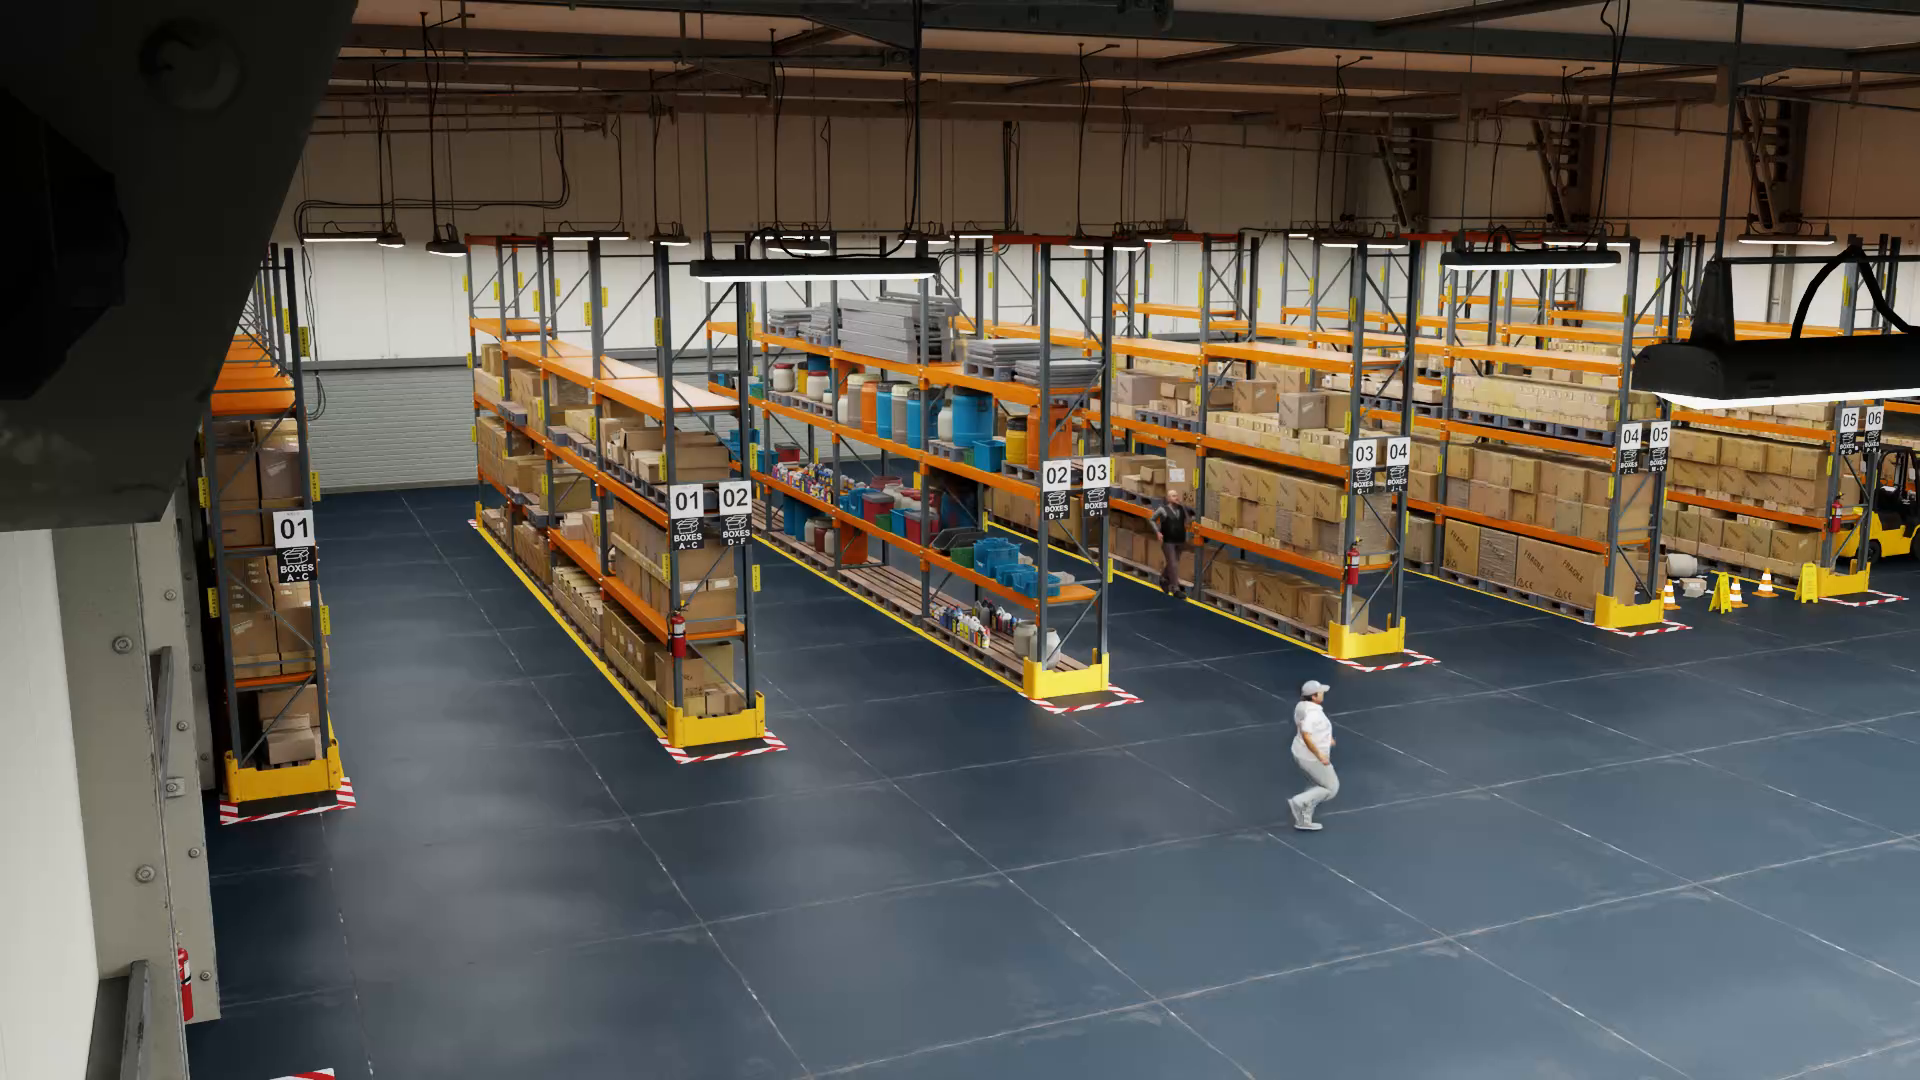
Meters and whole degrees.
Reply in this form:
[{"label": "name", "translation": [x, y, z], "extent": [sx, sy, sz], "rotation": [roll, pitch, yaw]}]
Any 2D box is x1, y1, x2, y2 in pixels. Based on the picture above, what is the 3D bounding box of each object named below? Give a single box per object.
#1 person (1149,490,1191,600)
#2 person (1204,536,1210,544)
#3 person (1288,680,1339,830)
[{"label": "person", "translation": [3.426, 0.072, 26.743], "extent": [0.662, 1.758, 0.897], "rotation": [-6, 12, -28]}, {"label": "person", "translation": [4.647, -0.509, 31.586], "extent": [0.610, 1.625, 0.625], "rotation": [-4, 12, -21]}, {"label": "person", "translation": [3.668, 2.248, 17.315], "extent": [0.549, 1.623, 0.608], "rotation": [-1, 11, -6]}]
